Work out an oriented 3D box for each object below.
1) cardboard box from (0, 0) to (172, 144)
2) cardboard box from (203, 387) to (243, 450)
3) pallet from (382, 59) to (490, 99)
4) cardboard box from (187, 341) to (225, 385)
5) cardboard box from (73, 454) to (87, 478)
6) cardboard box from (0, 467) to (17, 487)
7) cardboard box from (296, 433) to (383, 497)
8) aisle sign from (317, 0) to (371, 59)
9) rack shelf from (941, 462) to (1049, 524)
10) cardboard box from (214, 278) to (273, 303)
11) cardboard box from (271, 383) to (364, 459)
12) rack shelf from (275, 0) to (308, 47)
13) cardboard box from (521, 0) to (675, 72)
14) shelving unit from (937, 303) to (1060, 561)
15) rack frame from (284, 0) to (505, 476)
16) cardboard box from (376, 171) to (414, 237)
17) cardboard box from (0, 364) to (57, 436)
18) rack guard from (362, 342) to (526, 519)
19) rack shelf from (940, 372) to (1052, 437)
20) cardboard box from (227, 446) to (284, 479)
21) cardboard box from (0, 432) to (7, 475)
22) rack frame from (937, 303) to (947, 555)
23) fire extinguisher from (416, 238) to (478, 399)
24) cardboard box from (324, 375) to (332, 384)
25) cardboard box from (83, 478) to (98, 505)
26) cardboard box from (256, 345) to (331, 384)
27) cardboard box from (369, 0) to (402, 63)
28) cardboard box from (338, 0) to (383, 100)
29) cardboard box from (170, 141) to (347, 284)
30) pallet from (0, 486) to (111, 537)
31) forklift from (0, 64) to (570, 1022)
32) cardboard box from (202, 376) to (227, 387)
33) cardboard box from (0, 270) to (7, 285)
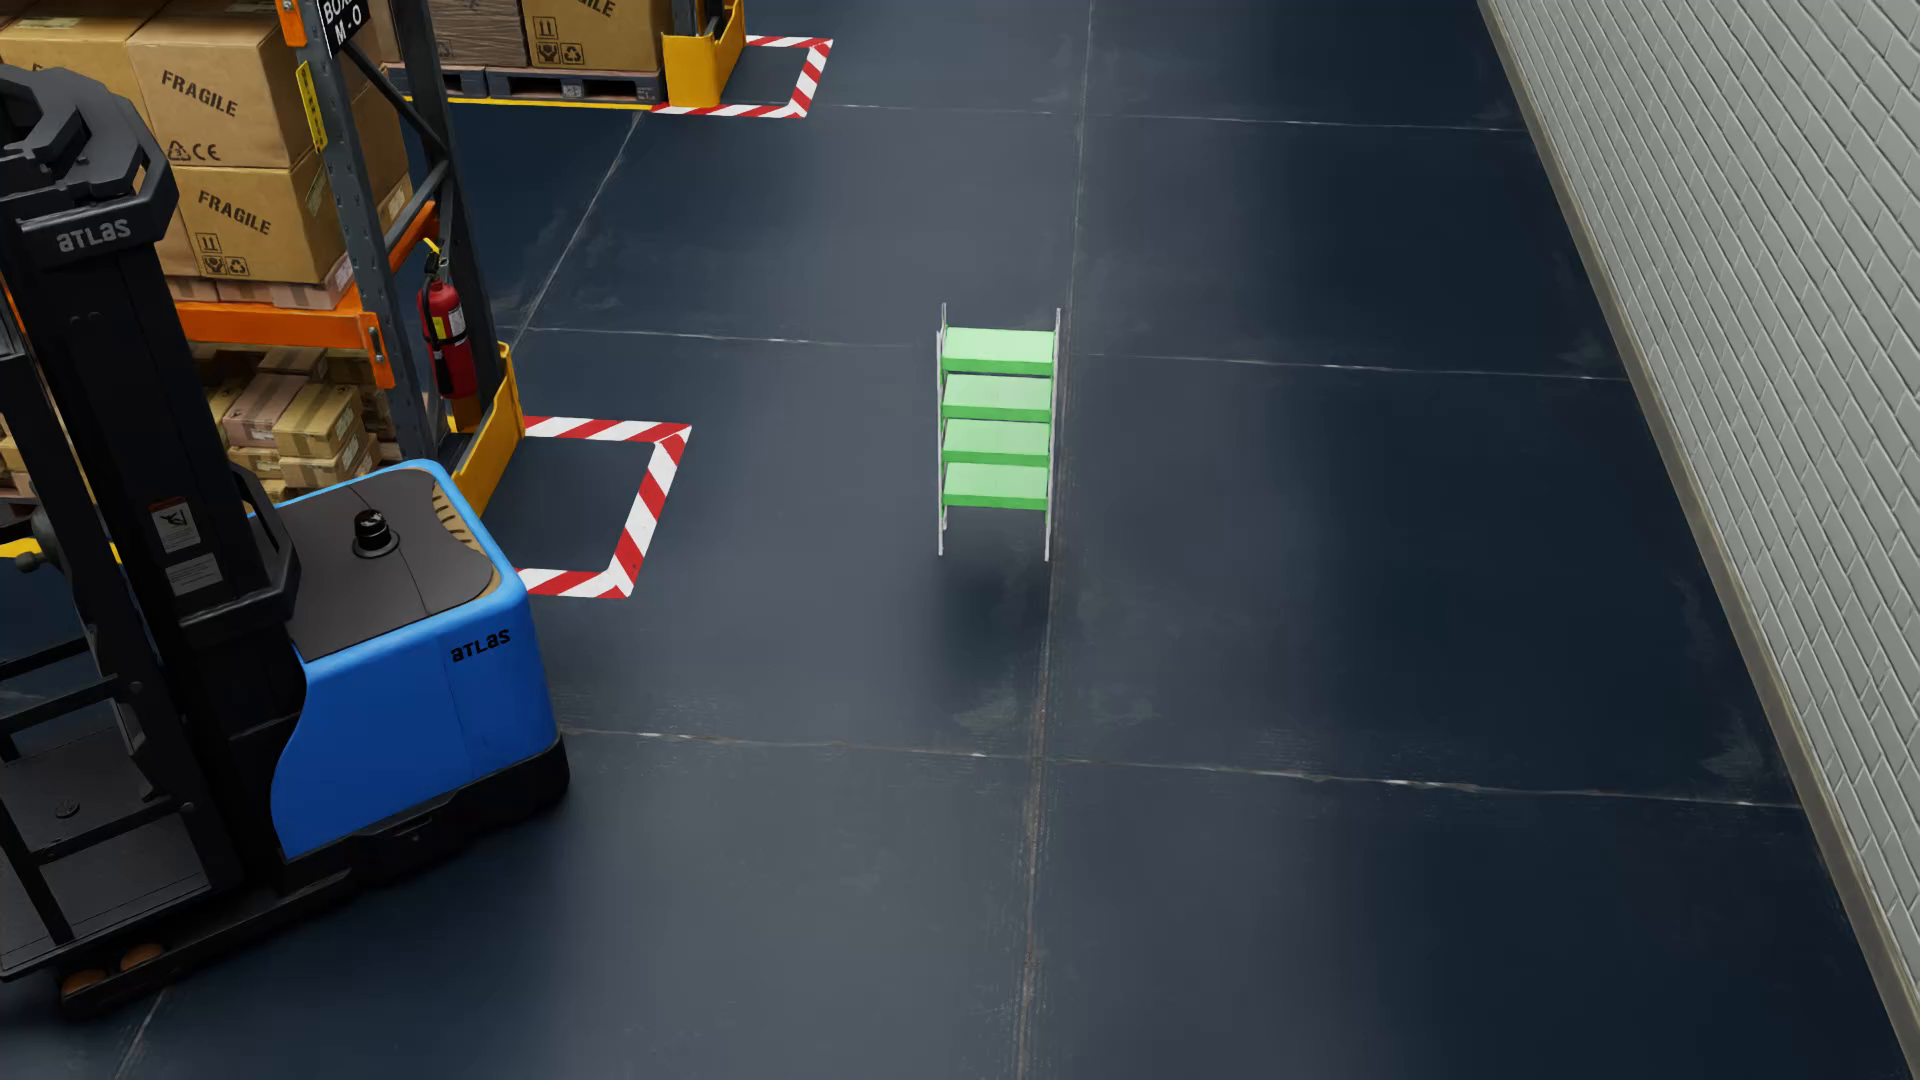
[{"bbox_3d":[-3.321,-1.819,6.502,0.500,0.500,0.500,2,39,2],"label":"cardboard box"},{"bbox_3d":[-3.402,-0.523,7.470,0.250,0.149,0.380,2,39,3],"label":"cardboard box"},{"bbox_3d":[-3.826,-3.476,11.853,1.213,0.211,1.003,3,39,4],"label":"pallet"},{"bbox_3d":[-3.611,-0.906,7.942,0.250,0.149,0.380,1,39,2],"label":"cardboard box"},{"bbox_3d":[-3.924,-0.450,7.617,0.250,0.149,0.380,4,39,5],"label":"cardboard box"},{"bbox_3d":[-4.424,-0.423,7.819,0.250,0.149,0.380,4,39,5],"label":"cardboard box"},{"bbox_3d":[-2.881,-0.336,7.712,0.250,0.149,0.380,4,39,5],"label":"cardboard box"},{"bbox_3d":[-2.292,-2.197,6.013,0.004,0.787,0.394,3,39,4],"label":"aisle sign"},{"bbox_3d":[0.165,-0.221,7.552,0.480,0.148,0.258,3,39,4],"label":"rack shelf"},{"bbox_3d":[-2.933,-1.161,6.999,0.250,0.149,0.380,3,39,4],"label":"cardboard box"},{"bbox_3d":[-2.888,-0.539,7.490,0.250,0.149,0.380,4,39,4],"label":"cardboard box"},{"bbox_3d":[-4.331,-2.374,6.485,4.000,0.370,1.077,3,39,4],"label":"rack shelf"},{"bbox_3d":[-2.455,-3.818,11.416,0.875,0.875,0.875,3,39,4],"label":"cardboard box"},{"bbox_3d":[0.165,-0.456,7.360,0.503,1.200,0.258,3,39,4],"label":"shelving unit"},{"bbox_3d":[-2.339,-1.381,7.071,0.127,3.000,1.000,3,39,4],"label":"rack frame"},{"bbox_3d":[-2.633,-1.508,7.425,0.250,0.149,0.380,3,39,3],"label":"cardboard box"},{"bbox_3d":[-4.180,-0.640,7.615,0.250,0.149,0.380,2,39,2],"label":"cardboard box"},{"bbox_3d":[-2.414,-0.416,7.865,0.348,0.500,1.175,3,39,4],"label":"rack guard"},{"bbox_3d":[0.165,-0.593,7.249,0.480,0.148,0.258,3,39,4],"label":"rack shelf"},{"bbox_3d":[-3.145,-0.451,7.618,0.250,0.149,0.380,2,39,3],"label":"cardboard box"},{"bbox_3d":[-4.455,-0.474,7.646,0.250,0.149,0.380,4,39,4],"label":"cardboard box"},{"bbox_3d":[-0.078,-0.470,7.376,0.015,1.200,0.240,3,39,4],"label":"rack frame"},{"bbox_3d":[-2.128,-0.903,6.839,0.183,0.674,0.296,3,39,4],"label":"fire extinguisher"},{"bbox_3d":[-3.107,-0.794,8.040,0.250,0.149,0.380,3,39,4],"label":"cardboard box"},{"bbox_3d":[-3.909,-0.334,7.710,0.250,0.149,0.380,1,39,2],"label":"cardboard box"},{"bbox_3d":[-3.116,-0.851,7.873,0.250,0.149,0.380,4,39,5],"label":"cardboard box"},{"bbox_3d":[-4.248,-3.917,11.536,0.875,0.875,0.875,3,39,4],"label":"cardboard box"},{"bbox_3d":[-2.763,-2.115,6.865,0.500,0.500,0.500,3,39,4],"label":"cardboard box"},{"bbox_3d":[-2.809,-1.398,6.777,0.500,0.500,0.500,4,39,5],"label":"cardboard box"},{"bbox_3d":[-4.433,-0.438,8.121,1.213,0.211,1.003,3,39,4],"label":"pallet"},{"bbox_3d":[-3.035,0.121,5.280,3.031,2.935,1.130,-23,44,-25],"label":"forklift"},{"bbox_3d":[-3.604,-0.834,8.089,0.250,0.149,0.380,4,39,5],"label":"cardboard box"},{"bbox_3d":[-3.964,-1.249,7.108,0.250,0.149,0.380,2,39,2],"label":"cardboard box"}]
